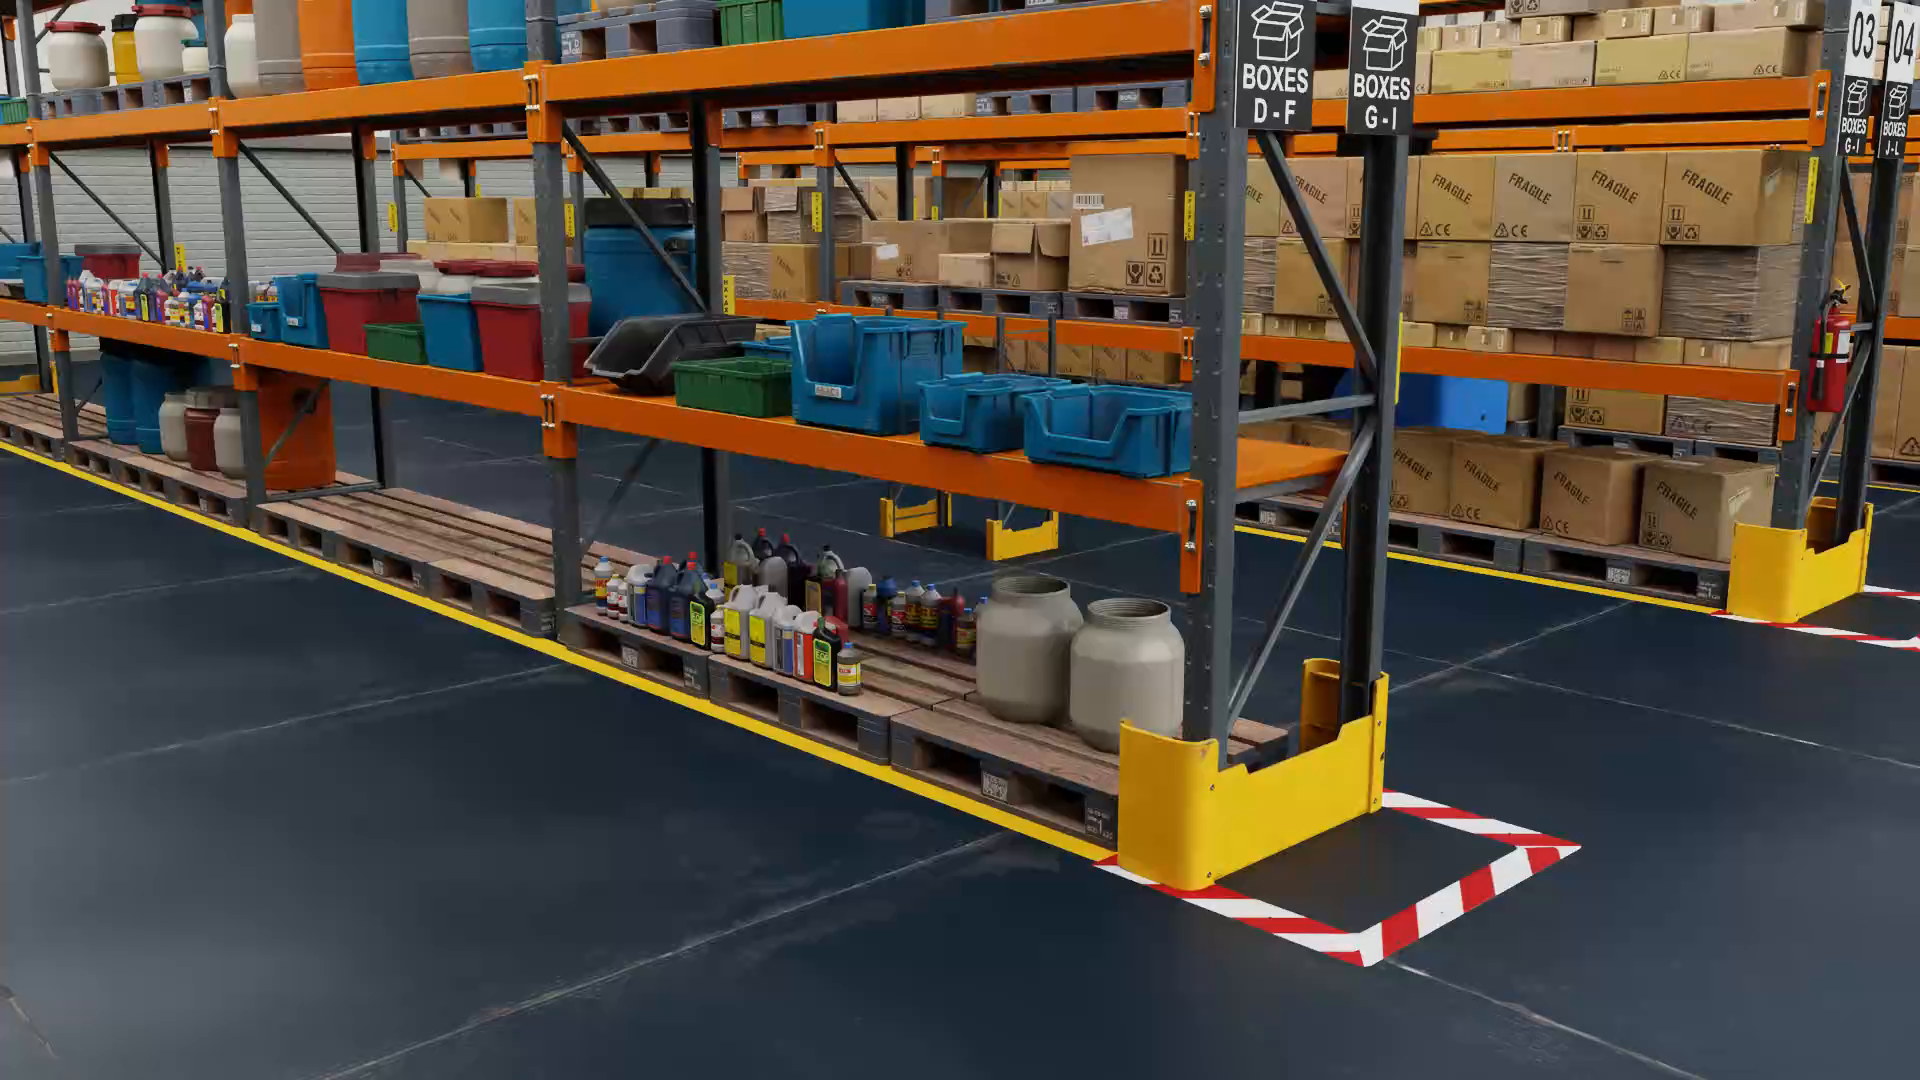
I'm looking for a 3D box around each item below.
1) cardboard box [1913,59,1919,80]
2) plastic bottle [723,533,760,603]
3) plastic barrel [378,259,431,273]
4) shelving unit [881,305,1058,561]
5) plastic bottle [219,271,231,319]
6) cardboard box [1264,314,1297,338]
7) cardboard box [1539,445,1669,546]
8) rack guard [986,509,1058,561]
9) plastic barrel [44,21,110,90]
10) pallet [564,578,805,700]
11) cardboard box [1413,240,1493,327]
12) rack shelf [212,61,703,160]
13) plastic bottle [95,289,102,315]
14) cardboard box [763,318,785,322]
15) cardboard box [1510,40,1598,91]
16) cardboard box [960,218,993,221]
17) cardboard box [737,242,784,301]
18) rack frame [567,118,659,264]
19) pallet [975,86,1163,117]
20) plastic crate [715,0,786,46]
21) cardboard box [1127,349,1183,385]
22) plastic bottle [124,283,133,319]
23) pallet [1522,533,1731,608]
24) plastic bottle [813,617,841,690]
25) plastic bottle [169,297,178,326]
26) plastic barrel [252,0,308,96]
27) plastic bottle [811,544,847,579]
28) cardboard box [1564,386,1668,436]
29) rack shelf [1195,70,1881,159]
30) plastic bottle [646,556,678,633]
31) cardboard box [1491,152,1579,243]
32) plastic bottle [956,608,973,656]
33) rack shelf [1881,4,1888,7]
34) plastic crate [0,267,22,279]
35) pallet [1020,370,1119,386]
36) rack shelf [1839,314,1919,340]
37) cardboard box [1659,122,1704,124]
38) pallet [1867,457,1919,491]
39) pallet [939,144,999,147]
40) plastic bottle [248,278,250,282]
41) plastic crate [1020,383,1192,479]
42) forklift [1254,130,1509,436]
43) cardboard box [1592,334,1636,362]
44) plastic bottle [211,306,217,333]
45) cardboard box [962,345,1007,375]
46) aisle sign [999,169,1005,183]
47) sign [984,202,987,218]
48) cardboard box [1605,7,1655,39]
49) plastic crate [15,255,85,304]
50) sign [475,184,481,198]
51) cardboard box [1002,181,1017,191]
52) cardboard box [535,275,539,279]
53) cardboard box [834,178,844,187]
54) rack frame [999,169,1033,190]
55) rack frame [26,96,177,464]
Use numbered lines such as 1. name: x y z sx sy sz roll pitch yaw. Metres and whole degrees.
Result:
1. cardboard box: 7.193 -3.545 12.586 0.380 0.149 0.250 -11 16 -43
2. plastic bottle: -1.082 0.144 8.252 0.144 0.351 0.185 -11 16 -43
3. plastic barrel: -3.529 -1.530 10.626 0.421 0.512 0.421 0 12 0
4. shelving unit: 0.053 -0.723 10.706 0.587 1.500 1.083 -11 16 -43
5. plastic bottle: -5.541 -1.865 12.652 0.144 0.351 0.185 -11 16 -43
6. cardboard box: 2.238 -1.435 11.064 0.380 0.149 0.250 -11 16 -43
7. cardboard box: 3.857 -0.275 9.969 0.500 0.500 0.500 -6 13 -28
8. rack guard: 0.397 -0.039 10.479 0.587 0.250 0.087 -11 16 -43
9. plastic barrel: -6.974 -3.809 13.154 0.433 0.535 0.433 0 12 0
10. pallet: -1.198 0.458 8.166 1.003 0.211 1.213 -11 16 -43
11. cardboard box: 3.270 -1.607 10.292 0.875 0.500 0.500 -11 16 -43
12. rack shelf: -3.012 -2.420 9.575 1.077 0.370 4.000 -11 16 -43
13. plastic bottle: -6.732 -1.873 13.061 0.097 0.201 0.097 0 12 0
14. cardboard box: -1.883 -1.685 15.883 1.225 0.875 0.875 -11 16 -42
15. cardboard box: 3.502 -2.697 9.507 0.500 0.250 0.500 -10 16 -41
16. cardboard box: 0.220 -3.758 19.828 0.380 0.149 0.250 -10 16 -41
17. cardboard box: -1.671 -2.446 15.101 0.500 0.500 0.500 -11 16 -43
18. rack frame: -3.574 -2.869 17.405 1.000 3.000 0.127 -11 16 -43
19. pallet: 0.883 -3.335 12.697 1.213 0.211 1.003 -11 16 -43
20. plastic crate: -0.738 -2.109 6.805 0.336 0.188 0.450 -11 16 -43
21. cardboard box: 2.202 -2.003 18.354 0.500 0.500 0.500 -11 16 -43
22. plastic bottle: -6.252 -1.806 12.562 0.097 0.271 0.097 0 12 0
23. pallet: 4.125 0.113 9.840 1.003 0.211 1.213 -11 16 -43
24. plastic bottle: -0.548 0.466 6.859 0.061 0.283 0.133 -10 16 -41
25. plastic bottle: -5.611 -1.636 11.911 0.097 0.201 0.097 0 12 0
26. plastic barrel: -3.983 -3.160 10.140 0.600 0.901 0.600 0 12 0
27. plastic bottle: -0.622 0.199 7.985 0.144 0.351 0.185 -11 16 -43
28. cardboard box: 5.992 -1.442 14.701 0.875 0.875 0.875 -11 16 -42
29. rack shelf: 3.332 -2.527 10.092 1.077 0.370 4.000 -11 16 -43
30. plastic bottle: -1.374 0.246 7.759 0.144 0.351 0.185 -10 16 -41
31. cardboard box: 3.462 -1.994 9.693 0.500 0.500 0.500 -11 16 -43
32. plastic bottle: 0.033 0.404 7.361 0.097 0.201 0.097 0 12 0
33. rack shelf: 10.500 -5.375 16.492 1.077 0.370 4.000 -11 16 -43
34. plastic crate: -8.869 -2.393 15.357 0.416 0.233 0.300 -11 16 -43
35. pallet: 1.469 -1.889 19.555 1.003 0.211 1.213 -11 16 -43
36. rack shelf: 6.989 -1.734 13.677 1.077 0.370 4.000 -11 16 -43
37. cardboard box: 8.265 -4.824 18.789 0.500 0.250 0.500 -11 16 -42
38. pallet: 7.762 -0.535 12.983 1.003 0.211 1.213 -11 16 -43
39. pallet: 0.433 -4.818 19.896 1.213 0.211 1.003 -11 16 -43
40. plastic bottle: -5.524 -1.906 12.850 0.144 0.351 0.185 -11 16 -43
41. plastic crate: 0.569 -0.386 5.722 0.499 0.251 0.616 -11 16 -43
42. forklift: 3.064 -2.132 13.996 1.130 2.935 3.031 -11 16 -42
43. cardboard box: 3.824 -1.112 9.500 0.380 0.149 0.250 -11 16 -43
44. plastic bottle: -5.048 -1.517 11.334 0.097 0.201 0.097 0 12 0
45. cardboard box: 0.047 -1.475 13.881 0.500 0.250 0.500 -9 14 -36
46. aisle sign: 0.572 -6.078 26.534 0.394 0.787 0.004 -11 16 -43
47. sign: 0.426 -5.220 26.475 0.100 0.325 0.005 -11 16 -43
48. cardboard box: 3.742 -2.818 9.108 0.380 0.149 0.250 -11 16 -42
49. plastic crate: -7.725 -2.221 14.151 0.392 0.384 0.575 -11 16 -43
50. sign: -5.934 -4.210 20.455 0.100 0.325 0.005 -11 16 -43
51. cardboard box: 0.876 -5.600 26.327 0.380 0.149 0.250 -10 16 -41
52. cardboard box: -4.376 -2.820 17.789 0.380 0.149 0.250 -11 16 -44
53. cardboard box: -1.510 -4.486 21.788 0.500 0.500 0.500 11 16 43
54. rack frame: 0.831 -4.834 26.942 1.000 3.000 0.127 -11 16 -43
55. rack frame: -7.156 -2.179 14.055 1.000 3.000 0.127 -11 16 -43
